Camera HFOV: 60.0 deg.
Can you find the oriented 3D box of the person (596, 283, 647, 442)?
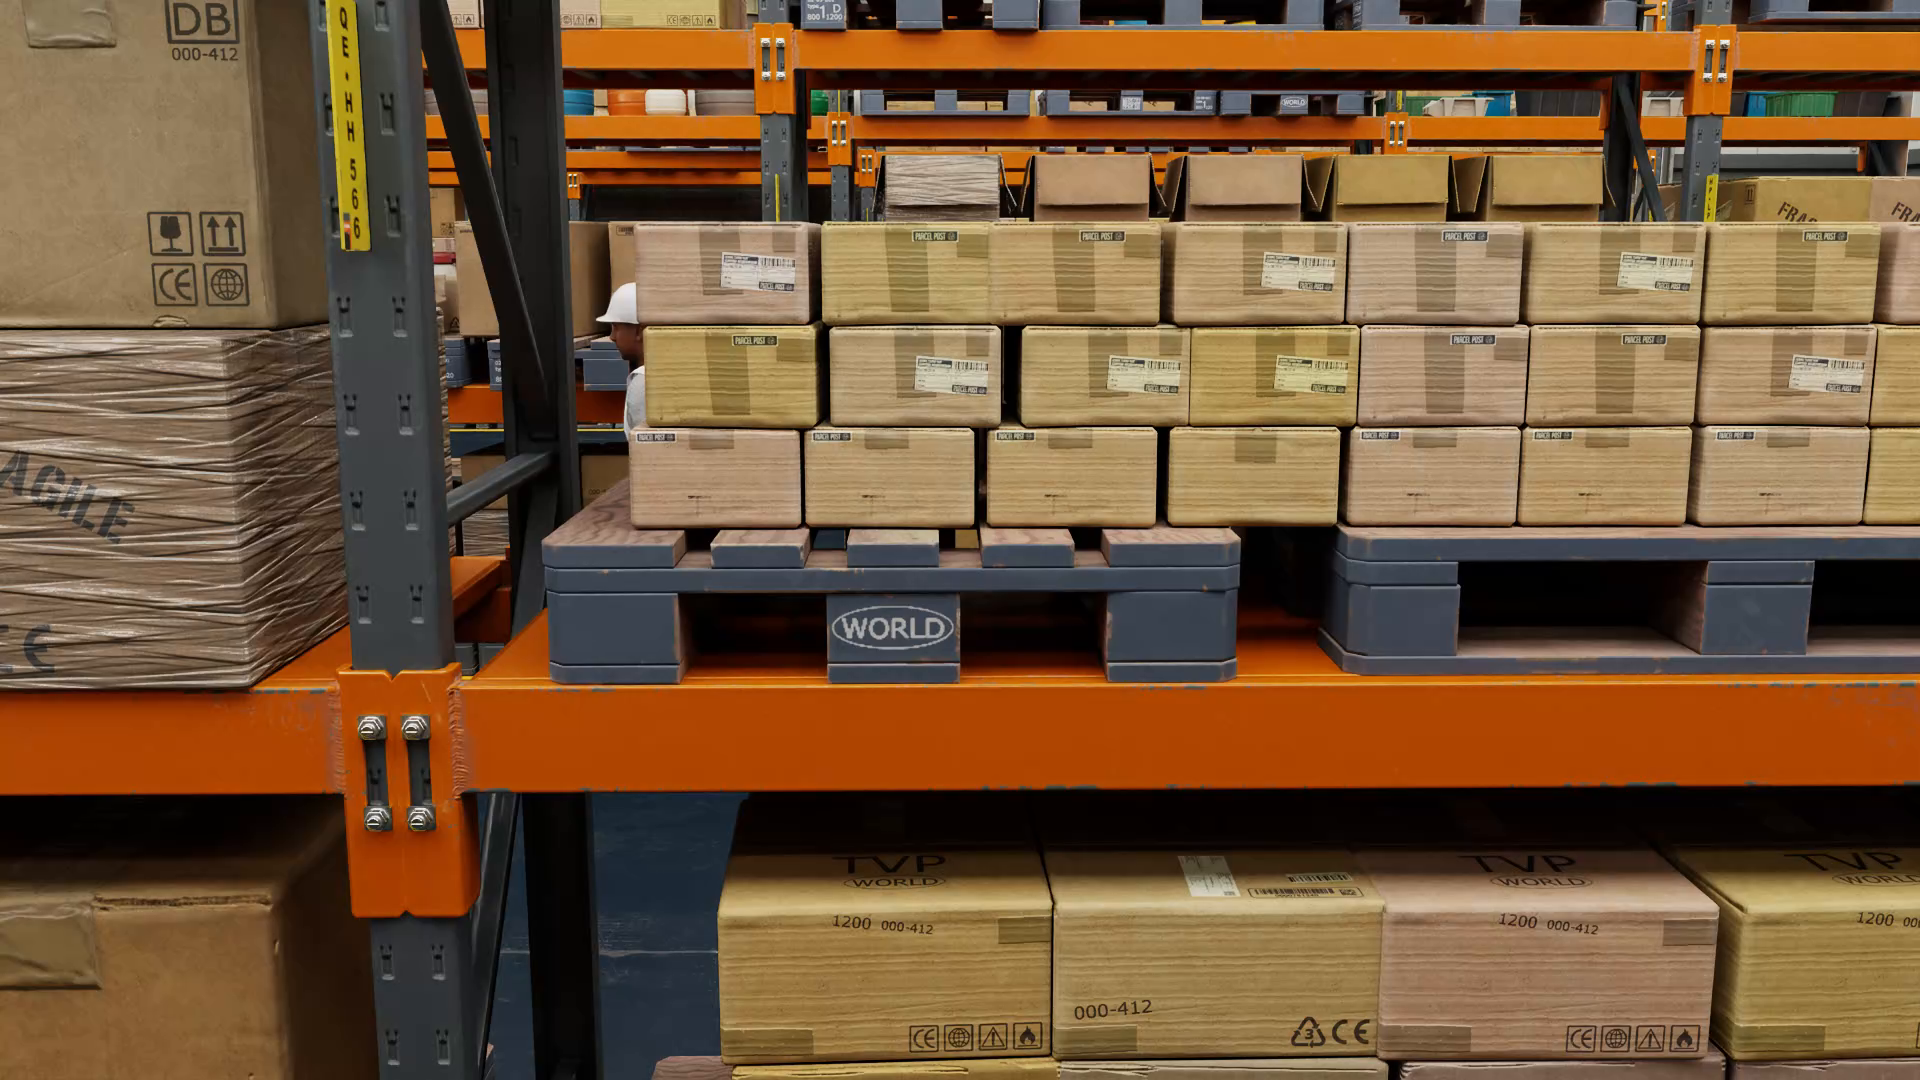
[{"bbox_3d":[-1.134,-0.089,6.372,0.453,1.774,0.622,1,10,8],"label":"person"}]
